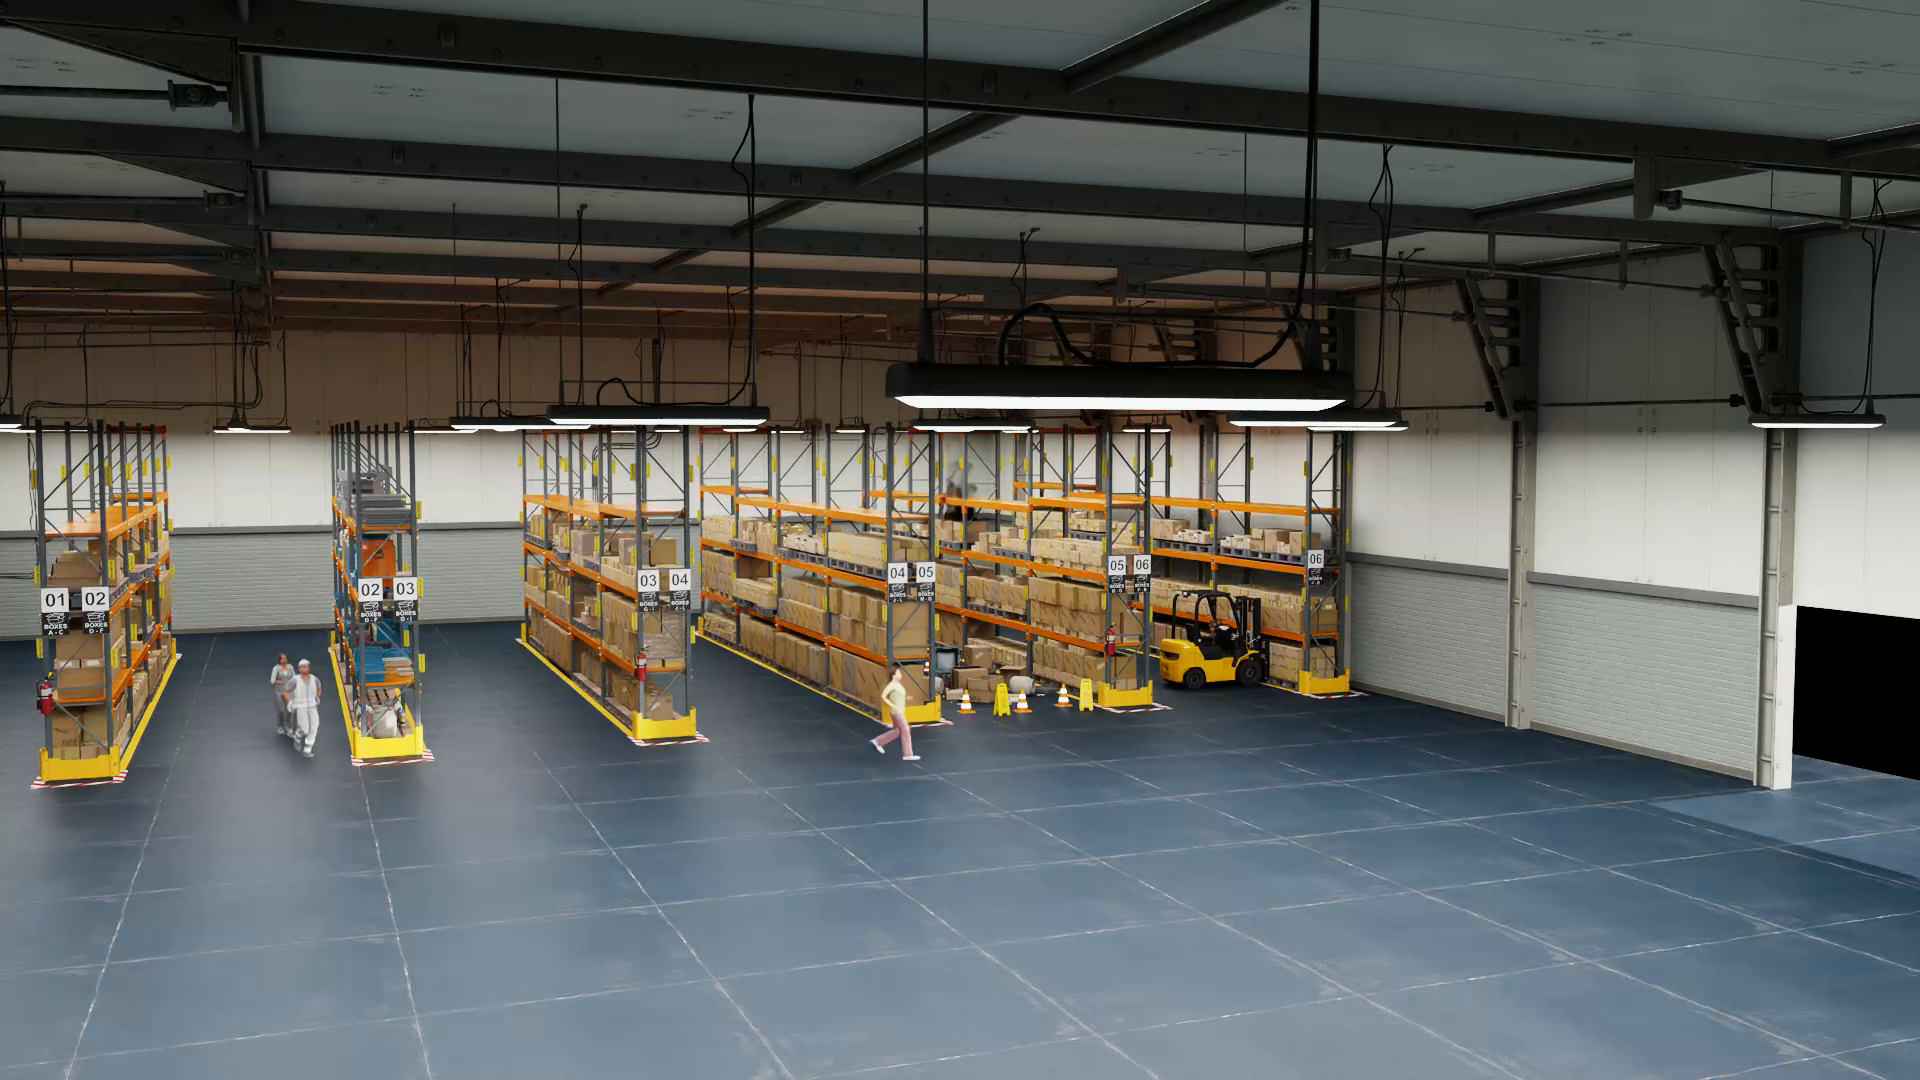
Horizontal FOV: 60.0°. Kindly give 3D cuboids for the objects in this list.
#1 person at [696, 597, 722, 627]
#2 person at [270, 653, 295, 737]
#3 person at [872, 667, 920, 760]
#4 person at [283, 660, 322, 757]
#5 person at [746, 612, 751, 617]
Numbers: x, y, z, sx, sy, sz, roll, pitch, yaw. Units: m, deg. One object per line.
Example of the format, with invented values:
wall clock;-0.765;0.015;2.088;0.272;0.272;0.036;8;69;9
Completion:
person;-7.453;1.746;49.492;0.936;1.741;0.702;1;4;14
person;-12.889;2.952;31.713;0.490;1.625;0.711;-2;4;-33
person;-1.141;3.056;29.356;0.895;1.643;0.588;1;4;12
person;-11.651;2.998;29.622;0.647;1.727;0.563;-3;5;-40
person;-6.187;1.805;49.978;0.733;1.647;0.521;-2;4;-24
